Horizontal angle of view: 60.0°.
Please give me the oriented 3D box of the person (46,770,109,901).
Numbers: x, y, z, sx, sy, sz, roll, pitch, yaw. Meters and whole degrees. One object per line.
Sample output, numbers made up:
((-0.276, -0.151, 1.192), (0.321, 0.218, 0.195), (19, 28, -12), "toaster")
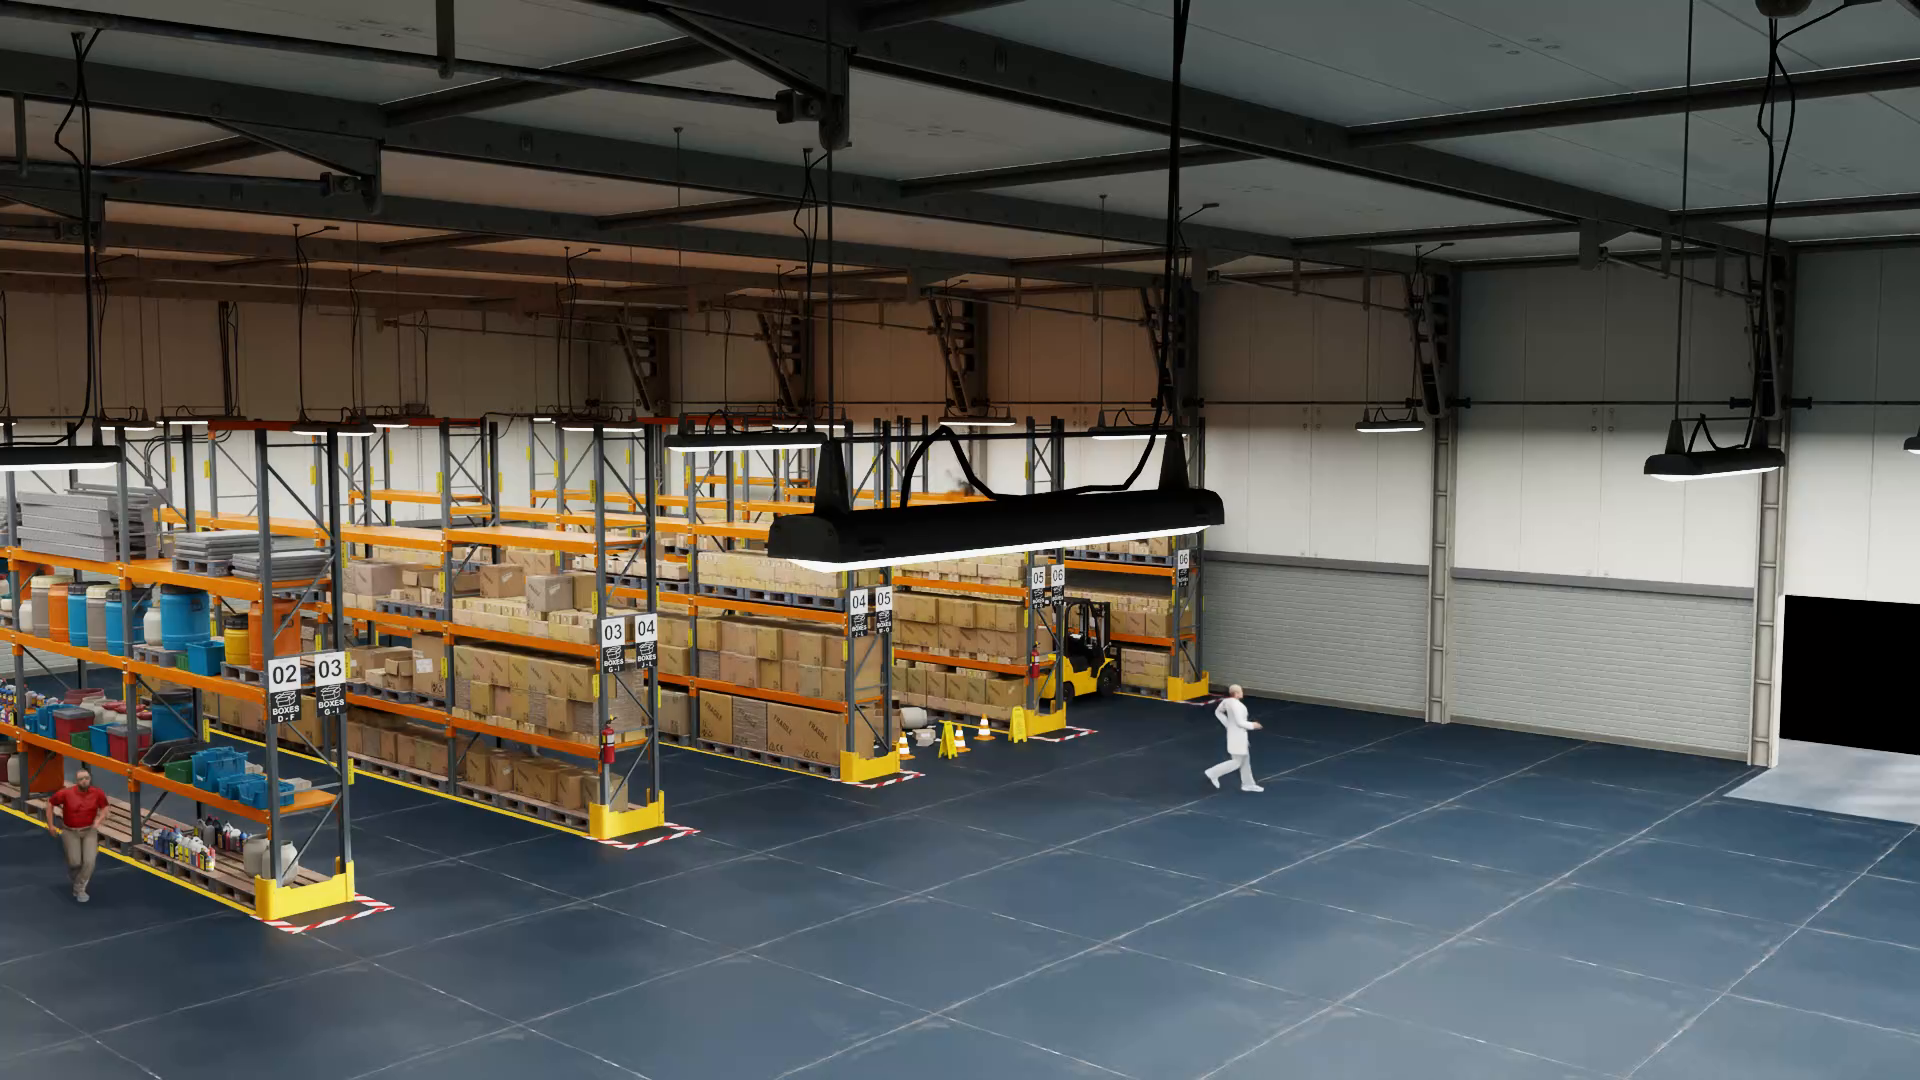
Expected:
((-11.224, 3.752, 21.203), (0.703, 1.685, 0.703), (-4, 6, -38), "person")

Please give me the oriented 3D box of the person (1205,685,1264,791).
((4.438, 3.210, 26.854), (1.018, 1.769, 0.717), (-1, 5, -8), "person")

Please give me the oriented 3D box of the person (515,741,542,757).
((-7.695, 3.044, 29.720), (0.578, 1.655, 0.582), (3, 6, 32), "person")
